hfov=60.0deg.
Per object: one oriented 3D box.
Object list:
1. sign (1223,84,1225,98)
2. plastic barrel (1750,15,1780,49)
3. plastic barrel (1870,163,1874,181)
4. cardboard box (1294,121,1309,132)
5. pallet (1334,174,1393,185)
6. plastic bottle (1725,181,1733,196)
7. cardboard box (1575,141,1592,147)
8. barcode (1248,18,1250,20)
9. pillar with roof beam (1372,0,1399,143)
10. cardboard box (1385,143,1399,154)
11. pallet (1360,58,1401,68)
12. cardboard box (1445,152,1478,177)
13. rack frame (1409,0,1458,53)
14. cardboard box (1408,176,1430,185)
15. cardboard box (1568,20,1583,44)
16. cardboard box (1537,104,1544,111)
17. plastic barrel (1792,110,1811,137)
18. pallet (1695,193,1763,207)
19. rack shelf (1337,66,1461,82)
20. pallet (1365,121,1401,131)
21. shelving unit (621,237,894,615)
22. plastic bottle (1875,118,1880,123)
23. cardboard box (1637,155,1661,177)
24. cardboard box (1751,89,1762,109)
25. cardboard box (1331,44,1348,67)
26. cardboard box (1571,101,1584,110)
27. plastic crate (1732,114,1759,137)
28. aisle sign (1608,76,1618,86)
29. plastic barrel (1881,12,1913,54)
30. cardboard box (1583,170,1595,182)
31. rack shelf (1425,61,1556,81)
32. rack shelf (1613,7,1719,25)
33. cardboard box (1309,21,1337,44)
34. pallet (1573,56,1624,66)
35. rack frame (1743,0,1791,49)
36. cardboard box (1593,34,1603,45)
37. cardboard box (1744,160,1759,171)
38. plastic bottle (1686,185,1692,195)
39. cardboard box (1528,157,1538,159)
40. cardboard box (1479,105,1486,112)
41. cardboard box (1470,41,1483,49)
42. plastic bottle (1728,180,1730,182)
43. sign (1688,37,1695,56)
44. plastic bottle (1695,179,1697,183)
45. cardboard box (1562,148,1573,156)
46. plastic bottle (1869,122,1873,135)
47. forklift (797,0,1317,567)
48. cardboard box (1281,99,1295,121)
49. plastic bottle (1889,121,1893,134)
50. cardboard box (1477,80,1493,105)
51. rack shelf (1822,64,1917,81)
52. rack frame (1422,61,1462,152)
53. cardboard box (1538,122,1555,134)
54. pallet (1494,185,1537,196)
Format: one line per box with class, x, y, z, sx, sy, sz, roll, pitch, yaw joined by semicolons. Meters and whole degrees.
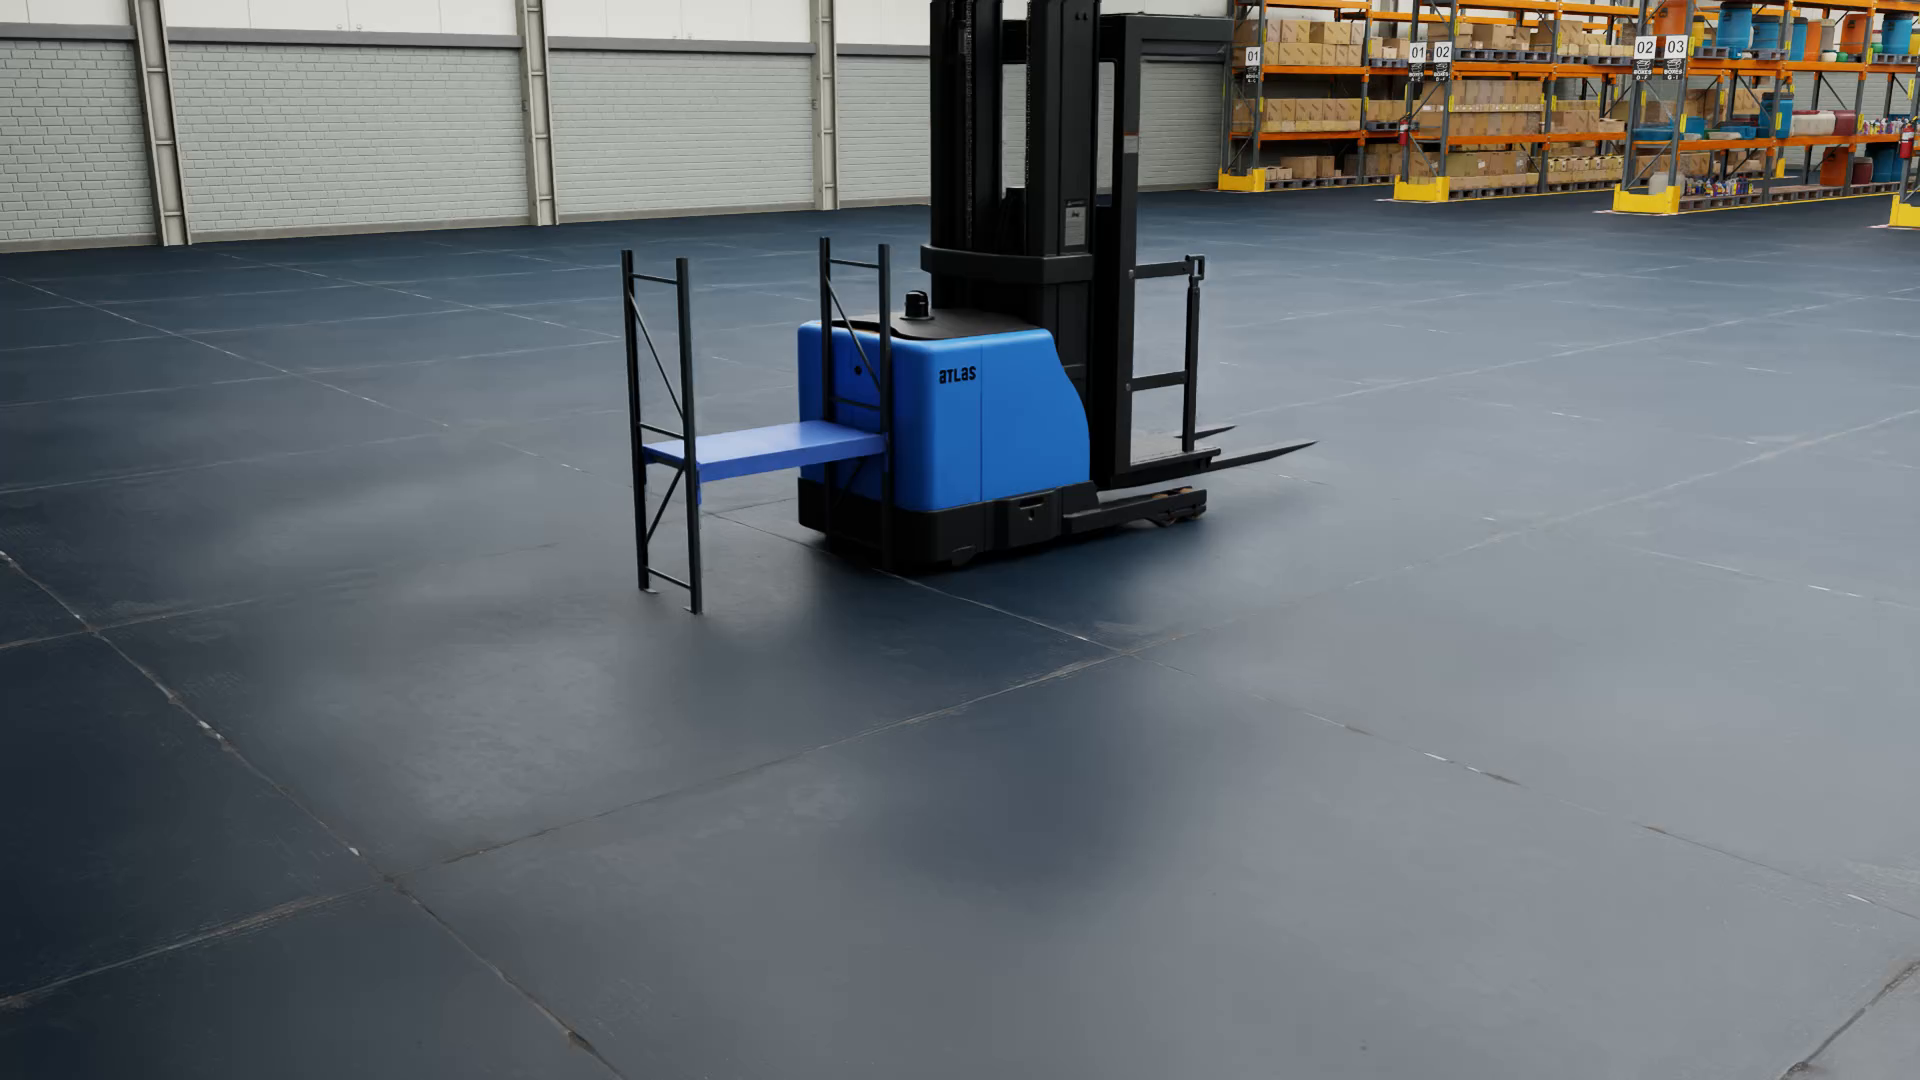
sign;6.158;-10.431;38.631;0.005;0.325;0.100;-13;19;-39
plastic barrel;16.269;-10.176;33.749;0.708;0.901;0.600;-13;19;-39
plastic barrel;20.622;-8.425;37.986;0.421;0.512;0.421;0;15;0
cardboard box;7.854;-9.741;39.157;0.500;0.250;0.500;-13;20;-40
pallet;10.111;-9.070;41.796;1.213;0.211;1.003;-13;19;-39
plastic bottle;15.218;-6.974;32.970;0.135;0.276;0.152;-12;19;-38
cardboard box;17.945;-11.387;47.842;0.250;0.149;0.380;-12;19;-38
barcode;6.714;-12.095;38.612;0.075;0.075;0.001;-13;19;-39
pillar with roof beam;13.819;-12.971;39.372;0.400;9.000;9.100;-13;19;-39
cardboard box;10.789;-9.944;42.203;0.500;0.250;0.500;-13;20;-41
pallet;10.060;-11.727;40.892;1.003;0.211;1.213;-13;19;-39
cardboard box;10.688;-8.013;35.496;0.500;0.500;0.500;-13;19;-39
rack frame;9.761;-11.542;34.022;0.127;3.000;1.000;-13;19;-39
cardboard box;9.972;-7.666;35.652;0.500;0.250;0.500;-13;19;-39
cardboard box;13.685;-11.461;37.555;0.500;0.500;0.500;-10;18;-34
cardboard box;12.714;-9.595;36.908;0.250;0.149;0.380;-13;20;-39
plastic barrel;17.447;-8.665;34.615;0.433;0.535;0.433;0;15;0
pallet;15.494;-6.903;33.685;1.213;0.211;1.003;-13;19;-39
rack shelf;11.033;-11.725;41.915;4.000;0.370;1.077;-13;19;-39
pallet;10.196;-10.293;41.344;1.213;0.211;1.003;-13;19;-39
shelving unit;-0.871;-0.540;7.366;1.048;1.500;0.538;-12;19;-38
plastic bottle;20.552;-9.288;37.306;0.185;0.351;0.144;-13;19;-39
cardboard box;16.719;-9.115;40.552;0.500;0.500;0.500;-14;20;-41
cardboard box;20.520;-11.495;43.340;0.500;0.500;0.500;-12;19;-38
cardboard box;8.916;-11.575;39.726;0.500;0.500;0.500;14;20;42
cardboard box;17.076;-12.121;47.236;0.700;0.700;0.980;-14;20;-42
plastic crate;16.192;-8.529;34.242;0.583;0.464;0.402;-13;19;-39
aisle sign;18.828;-13.527;48.043;0.004;0.787;0.394;-13;19;-39
plastic barrel;20.876;-11.287;37.094;0.708;0.901;0.600;-13;19;-39
cardboard box;14.406;-8.476;38.684;0.500;0.250;0.500;-12;19;-38
rack shelf;11.270;-10.084;35.770;4.000;0.370;1.077;-13;19;-39
rack shelf;17.305;-12.695;40.508;4.000;0.370;1.077;-13;19;-39
cardboard box;8.531;-11.952;39.200;0.500;0.500;0.500;-14;20;-41
pallet;14.502;-11.034;38.300;1.213;0.211;1.003;-12;19;-37
rack frame;16.028;-11.254;32.946;0.127;3.000;1.000;-13;19;-39
cardboard box;17.819;-14.048;47.047;0.500;0.500;0.500;-12;19;-38
cardboard box;20.847;-9.943;44.136;0.500;0.250;0.500;-13;19;-39
plastic bottle;14.517;-6.975;33.121;0.097;0.201;0.097;0;15;0
cardboard box;13.285;-8.680;38.361;0.500;0.311;0.500;-12;19;-38
cardboard box;10.977;-9.205;35.447;0.250;0.149;0.380;-14;20;-41
cardboard box;10.765;-10.407;34.987;0.250;0.149;0.380;-13;19;-39
plastic bottle;15.470;-7.080;33.367;0.135;0.276;0.152;-13;19;-39
sign;13.368;-9.024;30.392;0.005;0.325;0.100;-13;19;-39
plastic bottle;14.852;-7.148;33.611;0.133;0.283;0.061;-12;19;-37
cardboard box;16.961;-10.913;47.323;0.500;0.500;0.700;-12;19;-38
plastic bottle;20.064;-9.080;36.656;0.133;0.283;0.061;-13;19;-39
forklift;0.657;-1.581;8.489;3.031;2.935;1.130;-12;19;-38
cardboard box;7.444;-10.011;38.714;0.500;0.500;0.500;-13;19;-39
plastic bottle;20.901;-9.268;37.360;0.133;0.283;0.061;-13;19;-39
cardboard box;10.935;-9.580;35.594;0.500;0.500;0.700;-13;19;-39
rack shelf;20.554;-10.474;37.231;4.000;0.370;1.077;-13;19;-39
rack frame;12.542;-10.962;43.478;0.127;3.000;1.000;-13;19;-39
cardboard box;13.122;-9.340;37.696;0.500;0.250;0.500;-11;19;-36
pallet;12.152;-7.847;37.219;1.213;0.211;1.003;-13;19;-39
